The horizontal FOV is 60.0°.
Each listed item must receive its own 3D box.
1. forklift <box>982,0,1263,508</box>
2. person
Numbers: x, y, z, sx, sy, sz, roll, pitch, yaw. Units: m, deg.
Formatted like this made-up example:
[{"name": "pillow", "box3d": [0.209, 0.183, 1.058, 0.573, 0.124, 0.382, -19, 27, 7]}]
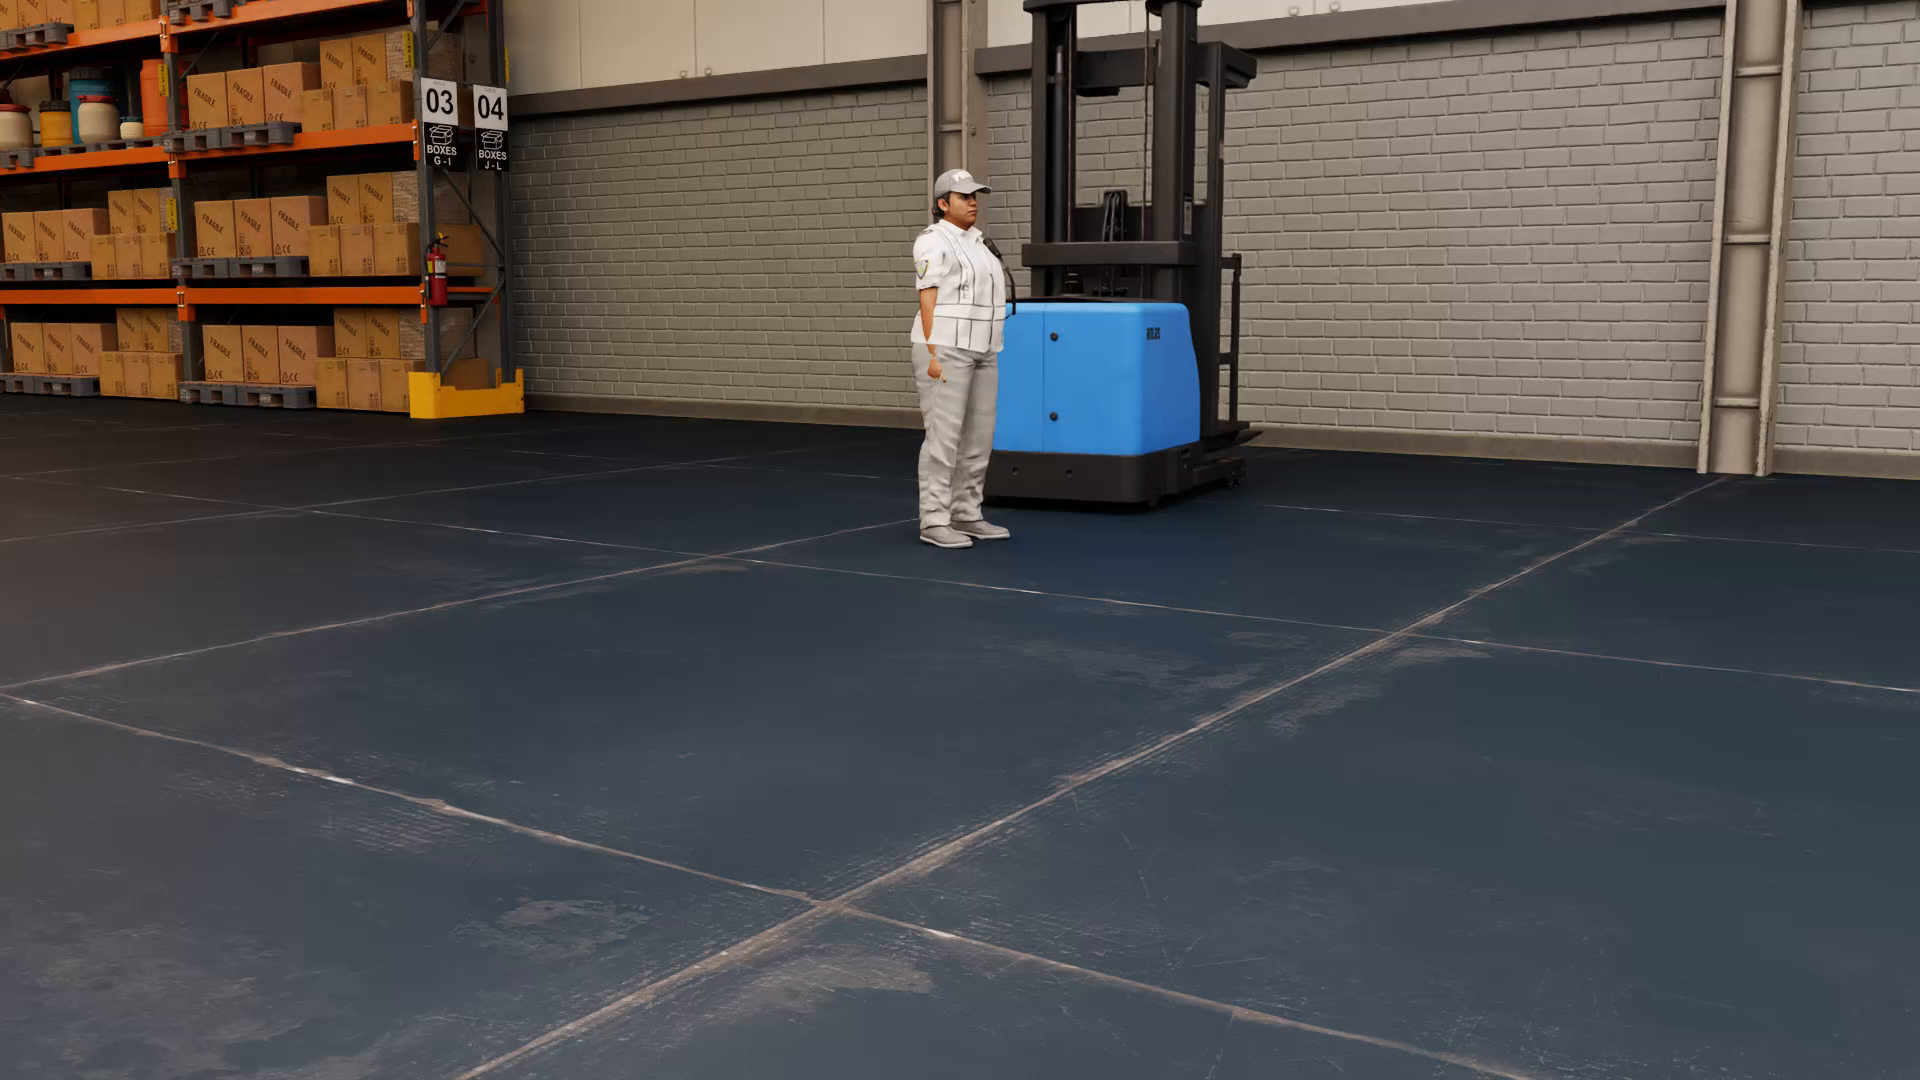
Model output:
[{"name": "forklift", "box3d": [1.073, -1.787, 9.760, 1.130, 2.935, 3.031, 4, 9, 25]}, {"name": "person", "box3d": [-0.004, -0.819, 7.480, 0.388, 1.668, 0.478, 5, 10, 34]}]
